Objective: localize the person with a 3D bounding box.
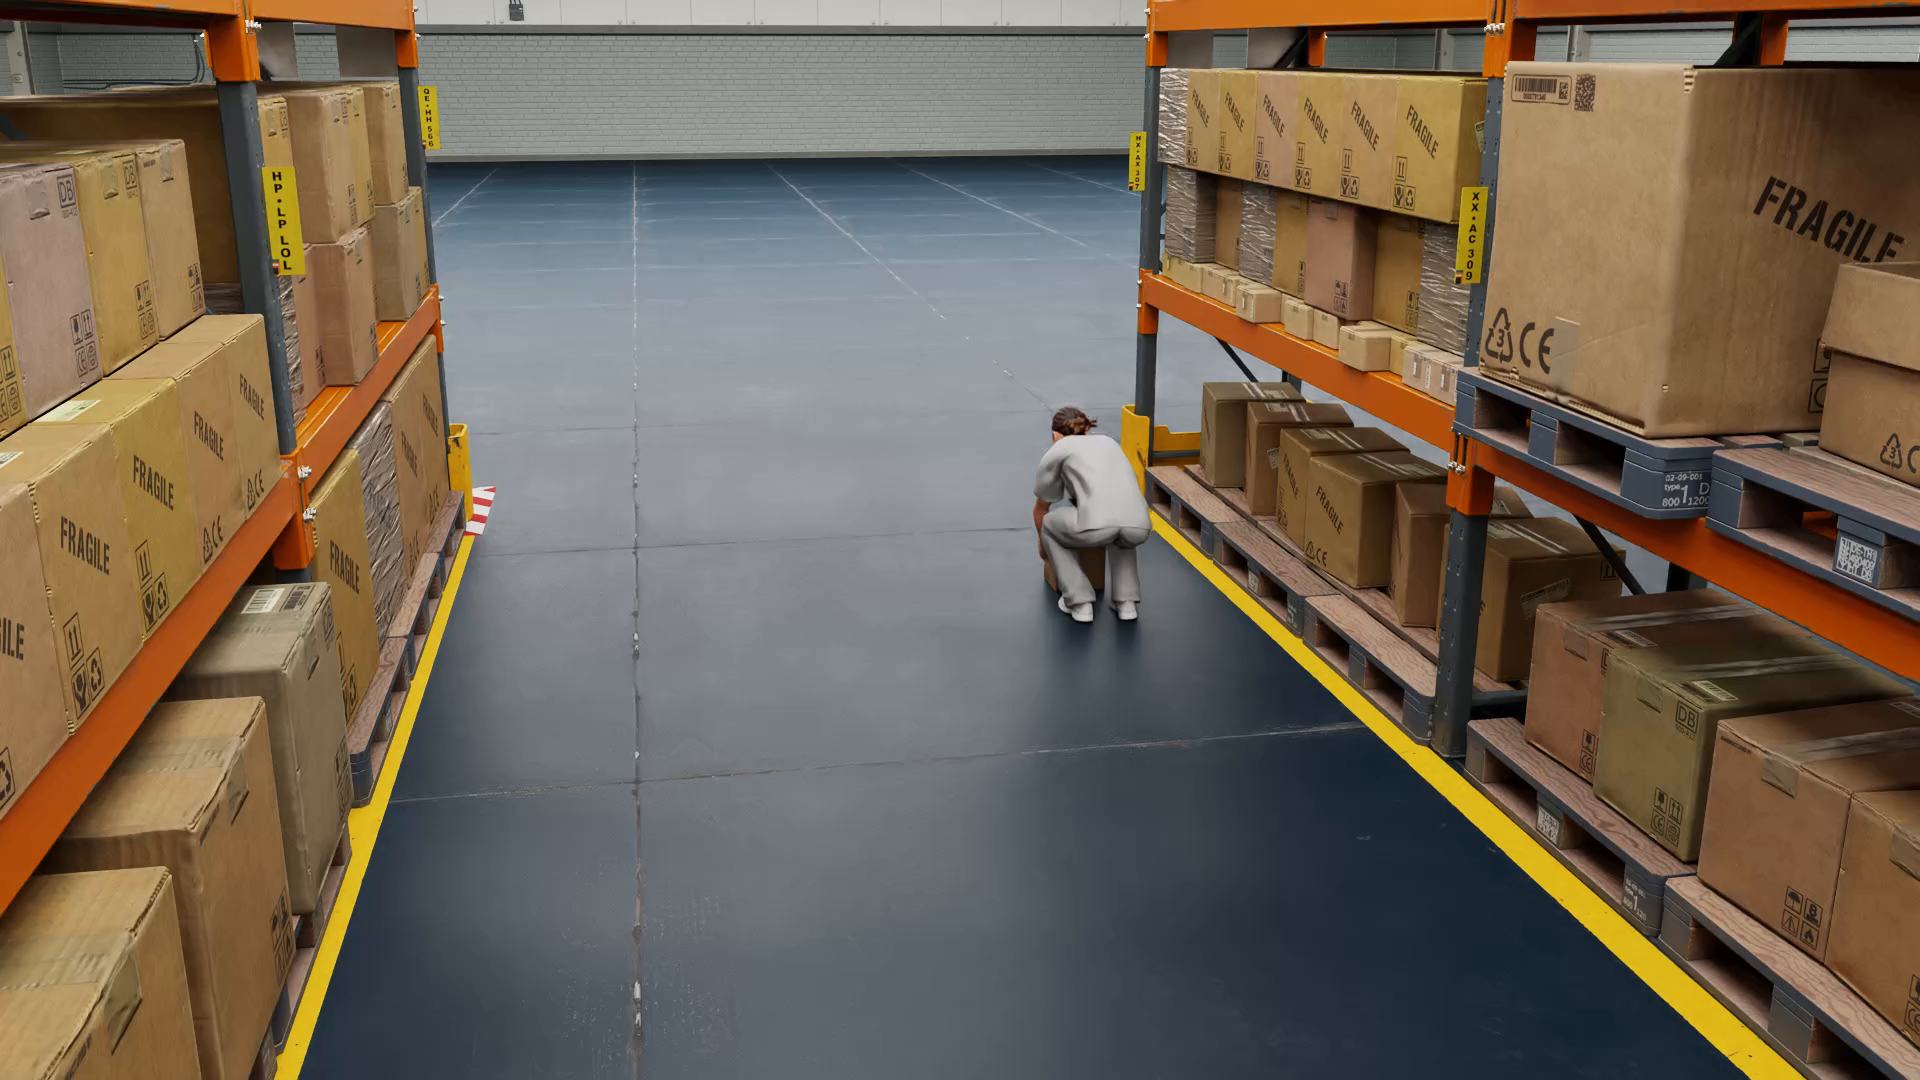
[{"bbox_3d":[0.613,-0.121,7.809,0.482,0.910,0.796,-3,17,-11],"label":"person"}]
